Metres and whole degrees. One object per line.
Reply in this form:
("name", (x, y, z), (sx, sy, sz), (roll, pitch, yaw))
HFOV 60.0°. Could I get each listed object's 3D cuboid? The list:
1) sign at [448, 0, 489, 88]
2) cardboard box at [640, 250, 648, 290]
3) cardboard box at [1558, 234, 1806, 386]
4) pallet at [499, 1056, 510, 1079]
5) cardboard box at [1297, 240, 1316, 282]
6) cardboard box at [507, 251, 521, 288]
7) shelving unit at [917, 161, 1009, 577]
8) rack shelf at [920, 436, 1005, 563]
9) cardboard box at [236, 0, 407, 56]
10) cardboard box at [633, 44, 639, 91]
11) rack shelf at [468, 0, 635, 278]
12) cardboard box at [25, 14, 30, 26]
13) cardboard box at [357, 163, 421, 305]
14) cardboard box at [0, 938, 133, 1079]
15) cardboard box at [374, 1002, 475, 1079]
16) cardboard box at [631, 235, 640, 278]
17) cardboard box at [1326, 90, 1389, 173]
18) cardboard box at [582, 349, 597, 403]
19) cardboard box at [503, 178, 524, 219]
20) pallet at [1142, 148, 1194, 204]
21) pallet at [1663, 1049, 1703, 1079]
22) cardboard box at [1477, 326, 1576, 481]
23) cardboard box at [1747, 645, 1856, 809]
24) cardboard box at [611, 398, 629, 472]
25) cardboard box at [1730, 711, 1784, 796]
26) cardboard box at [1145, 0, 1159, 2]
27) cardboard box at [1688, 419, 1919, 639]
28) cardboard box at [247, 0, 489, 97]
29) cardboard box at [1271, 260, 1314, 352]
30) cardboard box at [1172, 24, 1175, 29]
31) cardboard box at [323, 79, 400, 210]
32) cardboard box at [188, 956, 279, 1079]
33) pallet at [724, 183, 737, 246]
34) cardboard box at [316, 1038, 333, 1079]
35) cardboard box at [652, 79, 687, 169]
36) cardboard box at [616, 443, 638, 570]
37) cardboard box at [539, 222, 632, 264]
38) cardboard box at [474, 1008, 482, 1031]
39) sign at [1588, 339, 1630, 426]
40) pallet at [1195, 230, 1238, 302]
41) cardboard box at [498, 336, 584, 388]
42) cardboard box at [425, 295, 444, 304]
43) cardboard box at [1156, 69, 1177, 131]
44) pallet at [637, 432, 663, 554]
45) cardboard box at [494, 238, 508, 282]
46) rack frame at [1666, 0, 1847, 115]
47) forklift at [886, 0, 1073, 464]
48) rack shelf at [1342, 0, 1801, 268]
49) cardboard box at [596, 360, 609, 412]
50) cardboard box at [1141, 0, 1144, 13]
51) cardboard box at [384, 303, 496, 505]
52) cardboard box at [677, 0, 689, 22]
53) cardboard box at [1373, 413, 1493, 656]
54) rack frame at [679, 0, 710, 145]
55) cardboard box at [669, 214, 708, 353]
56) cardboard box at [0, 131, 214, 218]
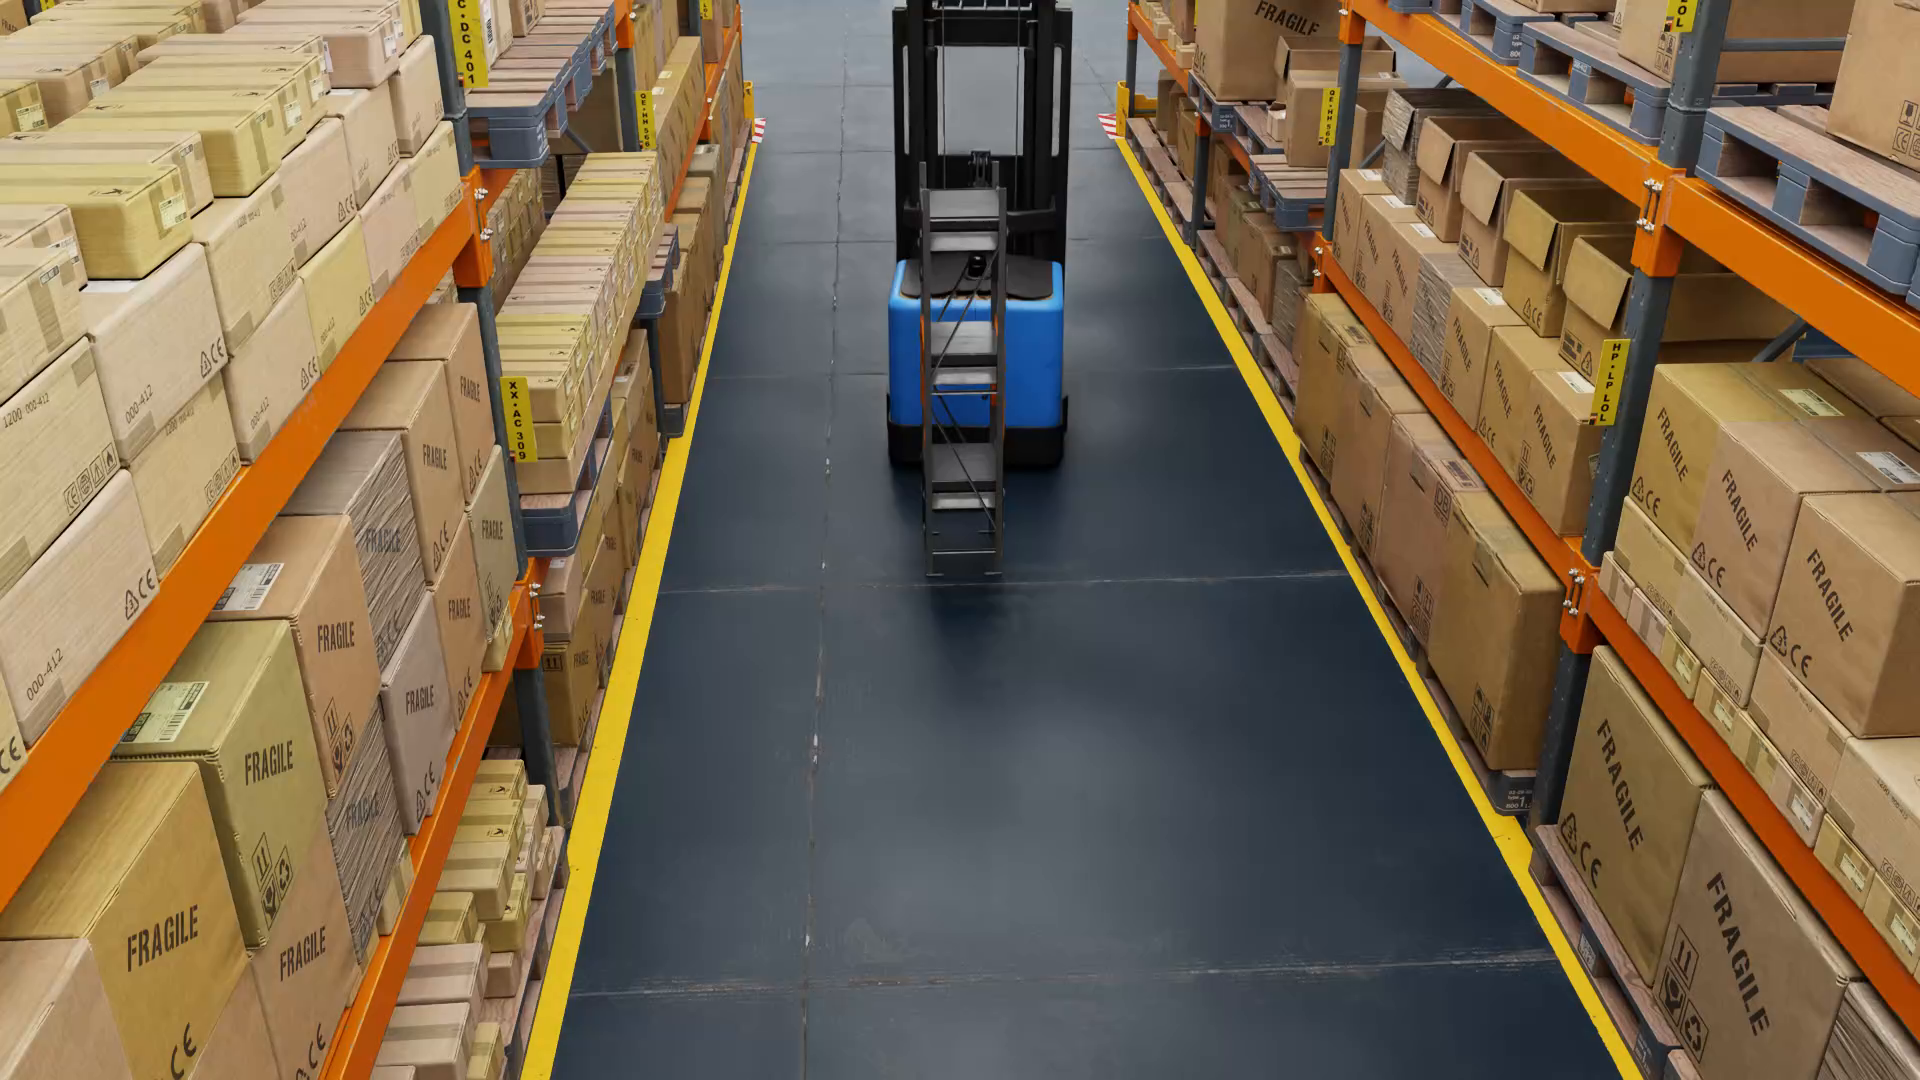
("sign", (-1.565, -1.600, 5.272), (0.100, 0.325, 0.005), (-1, 28, -3))
("cardboard box", (-1.796, -1.381, 8.472), (0.380, 0.149, 0.250), (-2, 28, -3))
("cardboard box", (2.810, -0.881, 6.503), (0.797, 0.503, 0.637), (-2, 28, -4))
("pallet", (-1.970, 2.086, 5.022), (1.003, 0.211, 1.213), (-1, 28, -3))
("cardboard box", (2.540, -1.917, 11.099), (0.500, 0.250, 0.500), (2, 28, 3))
("cardboard box", (-2.450, -1.362, 8.435), (0.380, 0.149, 0.250), (0, 28, 0))
("shelving unit", (0.009, -0.855, 8.618), (0.431, 2.100, 0.503), (-1, 28, -3))
("rack shelf", (0.009, -0.222, 8.948), (0.431, 0.518, 0.480), (-1, 28, -3))
("cardboard box", (-1.793, -1.427, 4.688), (0.380, 0.149, 0.250), (-1, 28, -1))
("cardboard box", (-2.357, -2.800, 10.186), (0.700, 0.500, 0.500), (-2, 28, -3))
("rack shelf", (-2.211, -1.959, 7.297), (1.077, 0.370, 4.000), (-1, 28, -3))
("cardboard box", (-7.207, -3.939, 13.129), (0.500, 0.500, 0.500), (-1, 28, -3))
("cardboard box", (-1.797, -0.837, 4.530), (0.500, 0.250, 0.500), (-1, 28, -3))
("cardboard box", (-1.656, 0.989, 2.598), (0.500, 0.500, 0.500), (-2, 28, -3))
("cardboard box", (-1.687, 1.548, 5.023), (0.380, 0.149, 0.250), (-2, 28, -4))
("cardboard box", (-1.780, -1.386, 8.160), (0.380, 0.149, 0.250), (-2, 28, -3))
("cardboard box", (2.575, -2.424, 10.091), (0.500, 0.500, 0.500), (-5, 28, -9))
("cardboard box", (-1.697, -0.663, 6.773), (0.380, 0.149, 0.250), (-1, 28, -1))
("cardboard box", (-2.460, -1.755, 8.545), (0.380, 0.149, 0.250), (-2, 28, -3))
("pallet", (2.297, -3.430, 15.598), (1.003, 0.211, 1.213), (-1, 28, -3))
("pallet", (2.880, 2.057, 5.079), (1.003, 0.211, 1.213), (-1, 28, -3))
("cardboard box", (2.536, -0.580, 7.010), (0.500, 0.500, 0.500), (-1, 28, -1))
("cardboard box", (2.668, 0.529, 4.832), (0.500, 0.250, 0.500), (-1, 28, -1))
("cardboard box", (-1.970, -0.505, 8.412), (0.500, 0.250, 0.500), (-1, 28, -1))
("cardboard box", (2.592, 0.641, 5.049), (0.380, 0.149, 0.250), (-2, 28, -3))
("cardboard box", (2.227, -5.561, 16.239), (0.875, 0.500, 0.500), (-1, 28, -3))
("cardboard box", (2.639, -0.040, 5.114), (0.500, 0.500, 0.500), (-1, 28, -3))
("cardboard box", (-2.017, -1.763, 5.580), (0.700, 0.500, 0.500), (-1, 28, -3))
("cardboard box", (2.546, -1.596, 11.294), (0.700, 0.500, 0.500), (-4, 28, -7))
("cardboard box", (2.129, -4.583, 15.066), (0.380, 0.149, 0.250), (-1, 28, -3))
("cardboard box", (-1.813, -1.062, 4.420), (0.500, 0.250, 0.500), (-2, 28, -5))
("cardboard box", (-1.699, 1.186, 3.303), (0.500, 0.500, 0.500), (-1, 28, -3))
("pallet", (-2.486, -2.836, 14.459), (1.003, 0.211, 1.213), (-1, 28, -3))
("cardboard box", (-1.727, 1.178, 4.020), (0.380, 0.149, 0.250), (-2, 28, -4))
("cardboard box", (-2.148, -2.828, 11.320), (0.500, 0.500, 0.500), (-2, 28, -3))
("cardboard box", (-1.953, -0.168, 8.578), (0.500, 0.500, 0.500), (-3, 28, -5))
("cardboard box", (-1.767, -1.398, 7.861), (0.380, 0.149, 0.250), (0, 28, 0))
("cardboard box", (-1.767, 1.543, 5.356), (0.380, 0.149, 0.250), (-1, 28, -1))
("sign", (2.310, -0.558, 5.910), (0.100, 0.325, 0.005), (-1, 28, -3))
("pallet", (2.476, -2.196, 13.232), (1.003, 0.211, 1.213), (-1, 28, -3))
("cardboard box", (-1.689, -0.685, 6.493), (0.380, 0.149, 0.250), (-1, 28, -1))
("cardboard box", (-2.363, -0.908, 6.922), (0.380, 0.149, 0.250), (-1, 28, -3))
("cardboard box", (2.241, -4.428, 16.746), (0.500, 0.500, 0.500), (4, 28, 7))
("pallet", (-2.276, -0.274, 9.548), (1.003, 0.211, 1.213), (-1, 28, -3))
("cardboard box", (-2.432, -1.370, 8.130), (0.380, 0.149, 0.250), (-1, 28, -3))
("rack frame", (2.852, -2.758, 4.806), (1.000, 3.000, 0.127), (-1, 28, -3))
("forklift", (0.145, -2.396, 10.675), (1.130, 2.935, 3.031), (1, 28, 2))
("rack shelf", (2.747, -2.032, 7.437), (1.077, 0.370, 4.000), (-1, 28, -3))
("cardboard box", (-1.709, -0.652, 7.073), (0.380, 0.149, 0.250), (-1, 28, -2))
("cardboard box", (1.996, -5.275, 16.391), (0.380, 0.149, 0.250), (-1, 28, -3))
("cardboard box", (-1.812, -0.433, 5.326), (0.500, 0.500, 0.500), (-2, 28, -4))
("cardboard box", (-2.509, -4.435, 13.181), (0.875, 0.550, 0.550), (-1, 28, -3))
("cardboard box", (2.751, -0.049, 7.945), (1.225, 0.875, 0.875), (-2, 28, -4))
("rack frame", (-2.524, -3.719, 13.137), (1.000, 3.000, 0.127), (-1, 28, -3))
("cardboard box", (-2.307, -1.747, 11.335), (1.050, 0.750, 0.750), (-1, 28, -2))
("cardboard box", (-1.739, -0.712, 3.319), (0.380, 0.149, 0.250), (0, 28, -1))
